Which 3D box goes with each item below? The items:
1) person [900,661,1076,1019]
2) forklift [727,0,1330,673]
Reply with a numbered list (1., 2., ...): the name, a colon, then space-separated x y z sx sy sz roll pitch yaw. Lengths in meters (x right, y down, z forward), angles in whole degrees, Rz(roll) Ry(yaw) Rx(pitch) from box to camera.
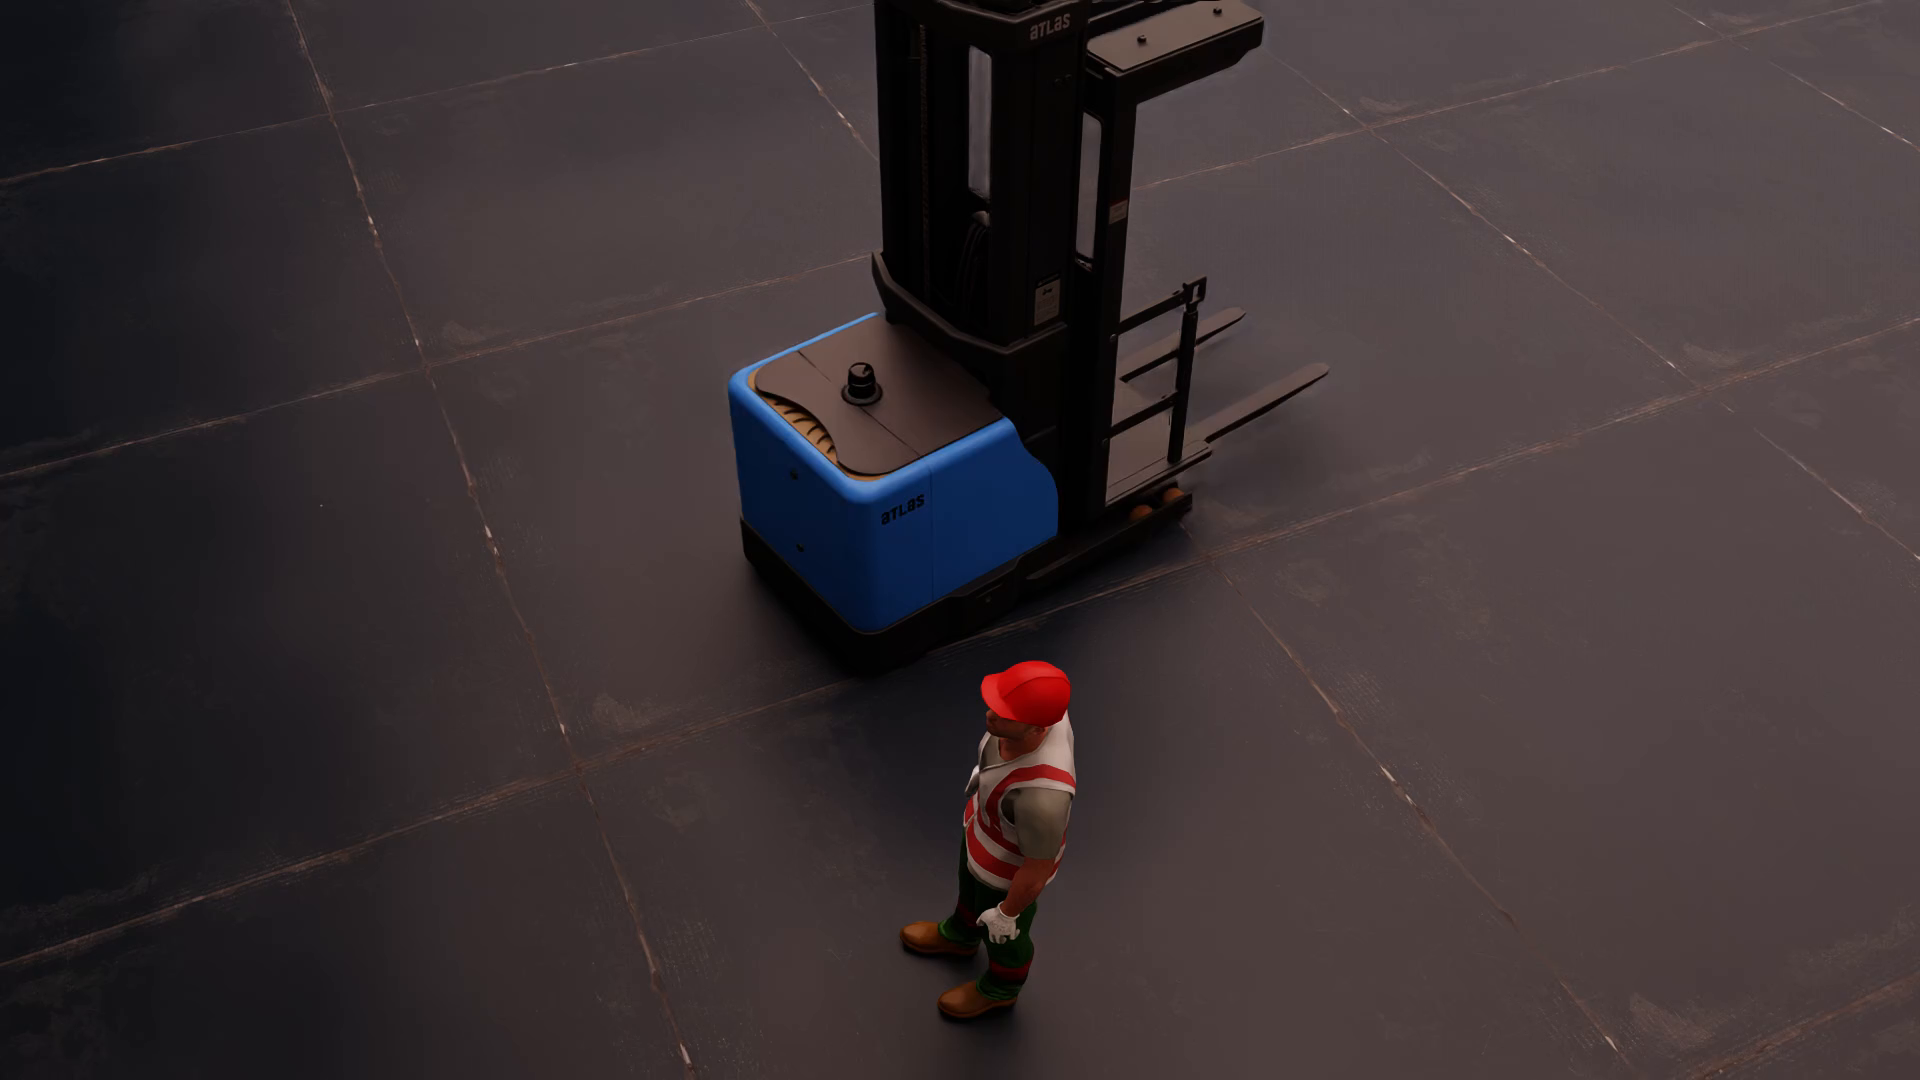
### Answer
1. person: 0.075 0.999 5.437 0.565 1.787 0.638 -3 43 -3
2. forklift: 0.479 -1.333 7.109 3.031 2.935 1.130 -28 50 -26
